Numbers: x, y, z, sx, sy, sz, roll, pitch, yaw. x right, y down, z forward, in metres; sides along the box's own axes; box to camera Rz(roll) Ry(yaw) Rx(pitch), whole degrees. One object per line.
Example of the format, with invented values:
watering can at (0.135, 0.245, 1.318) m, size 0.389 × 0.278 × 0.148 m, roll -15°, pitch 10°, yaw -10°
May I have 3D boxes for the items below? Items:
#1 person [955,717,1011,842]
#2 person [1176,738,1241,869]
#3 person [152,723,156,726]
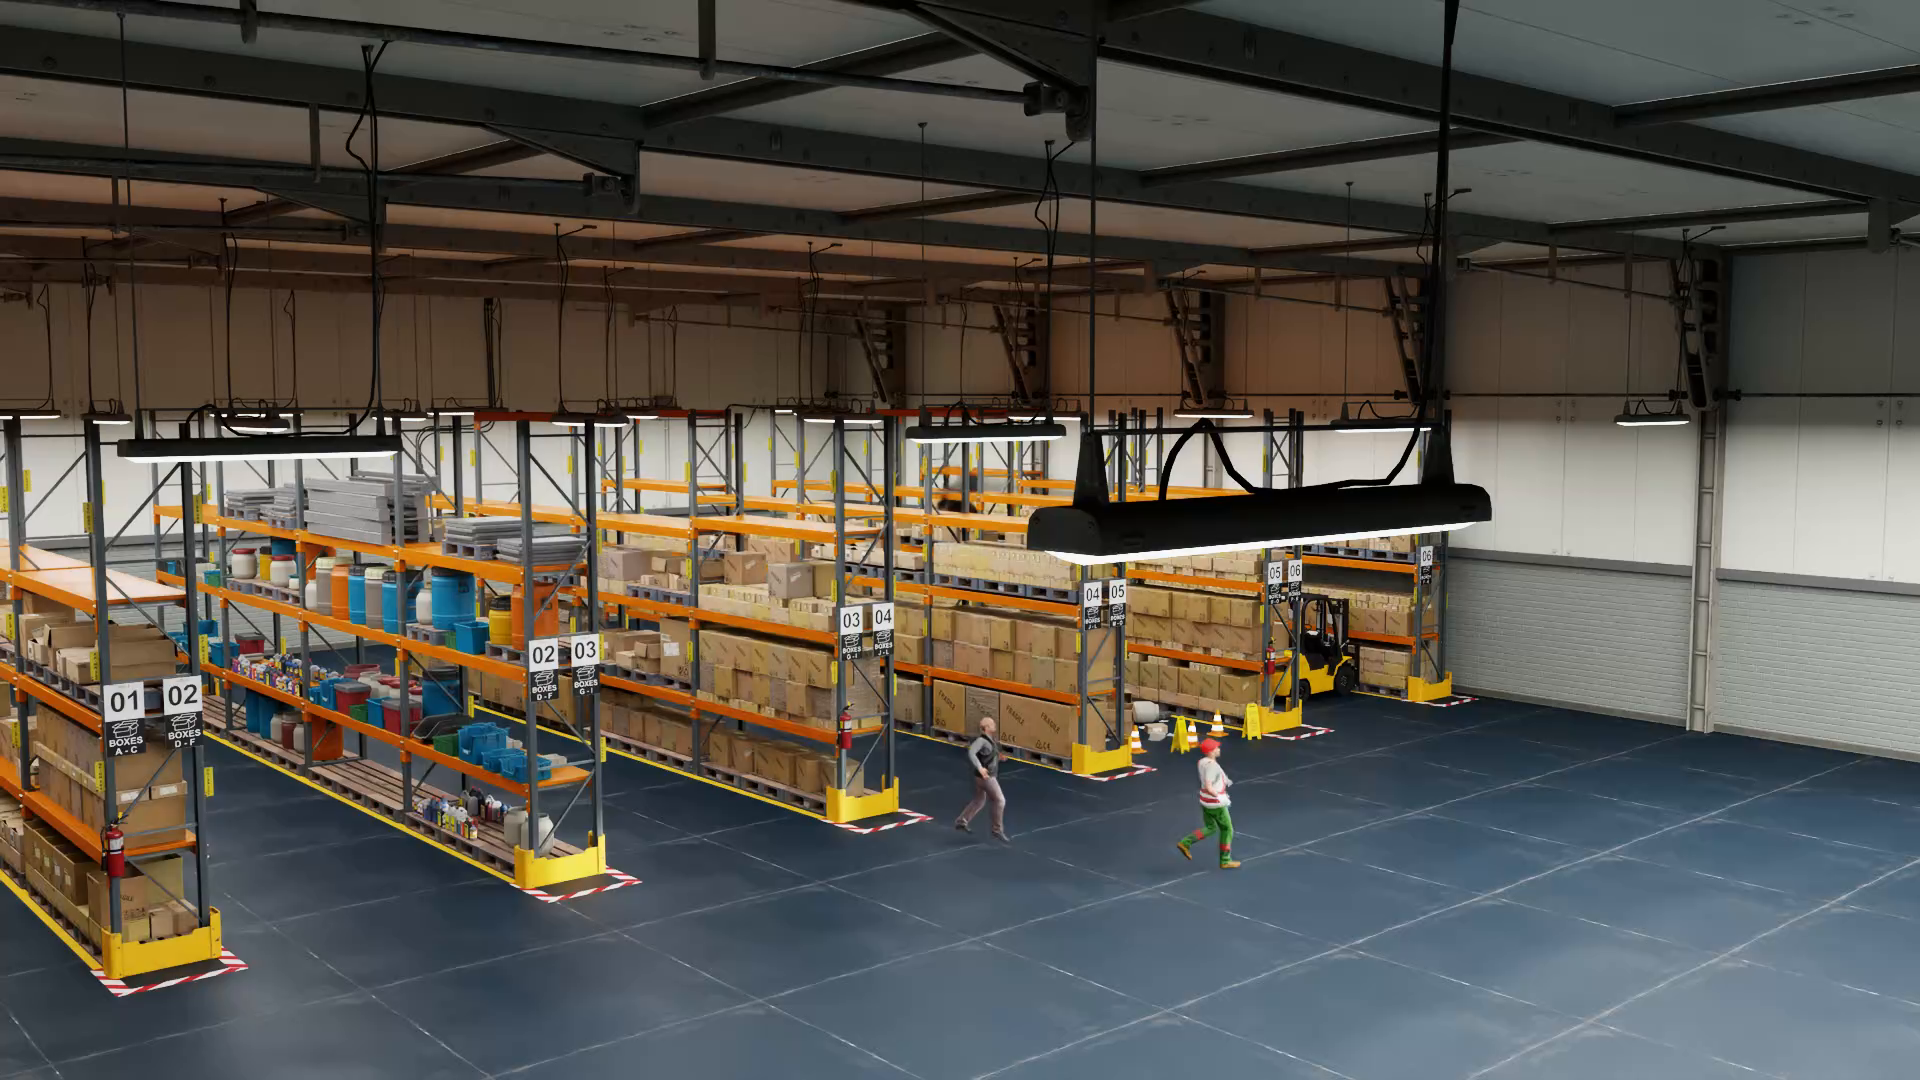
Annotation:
person at (0.323, 3.400, 23.652) m, size 0.792 × 1.776 × 0.654 m, roll 0°, pitch 5°, yaw -1°
person at (3.333, 3.511, 22.131) m, size 0.868 × 1.759 × 0.669 m, roll -1°, pitch 5°, yaw -12°
person at (-13.499, 3.029, 27.473) m, size 0.854 × 1.834 × 0.642 m, roll 4°, pitch 6°, yaw 38°
